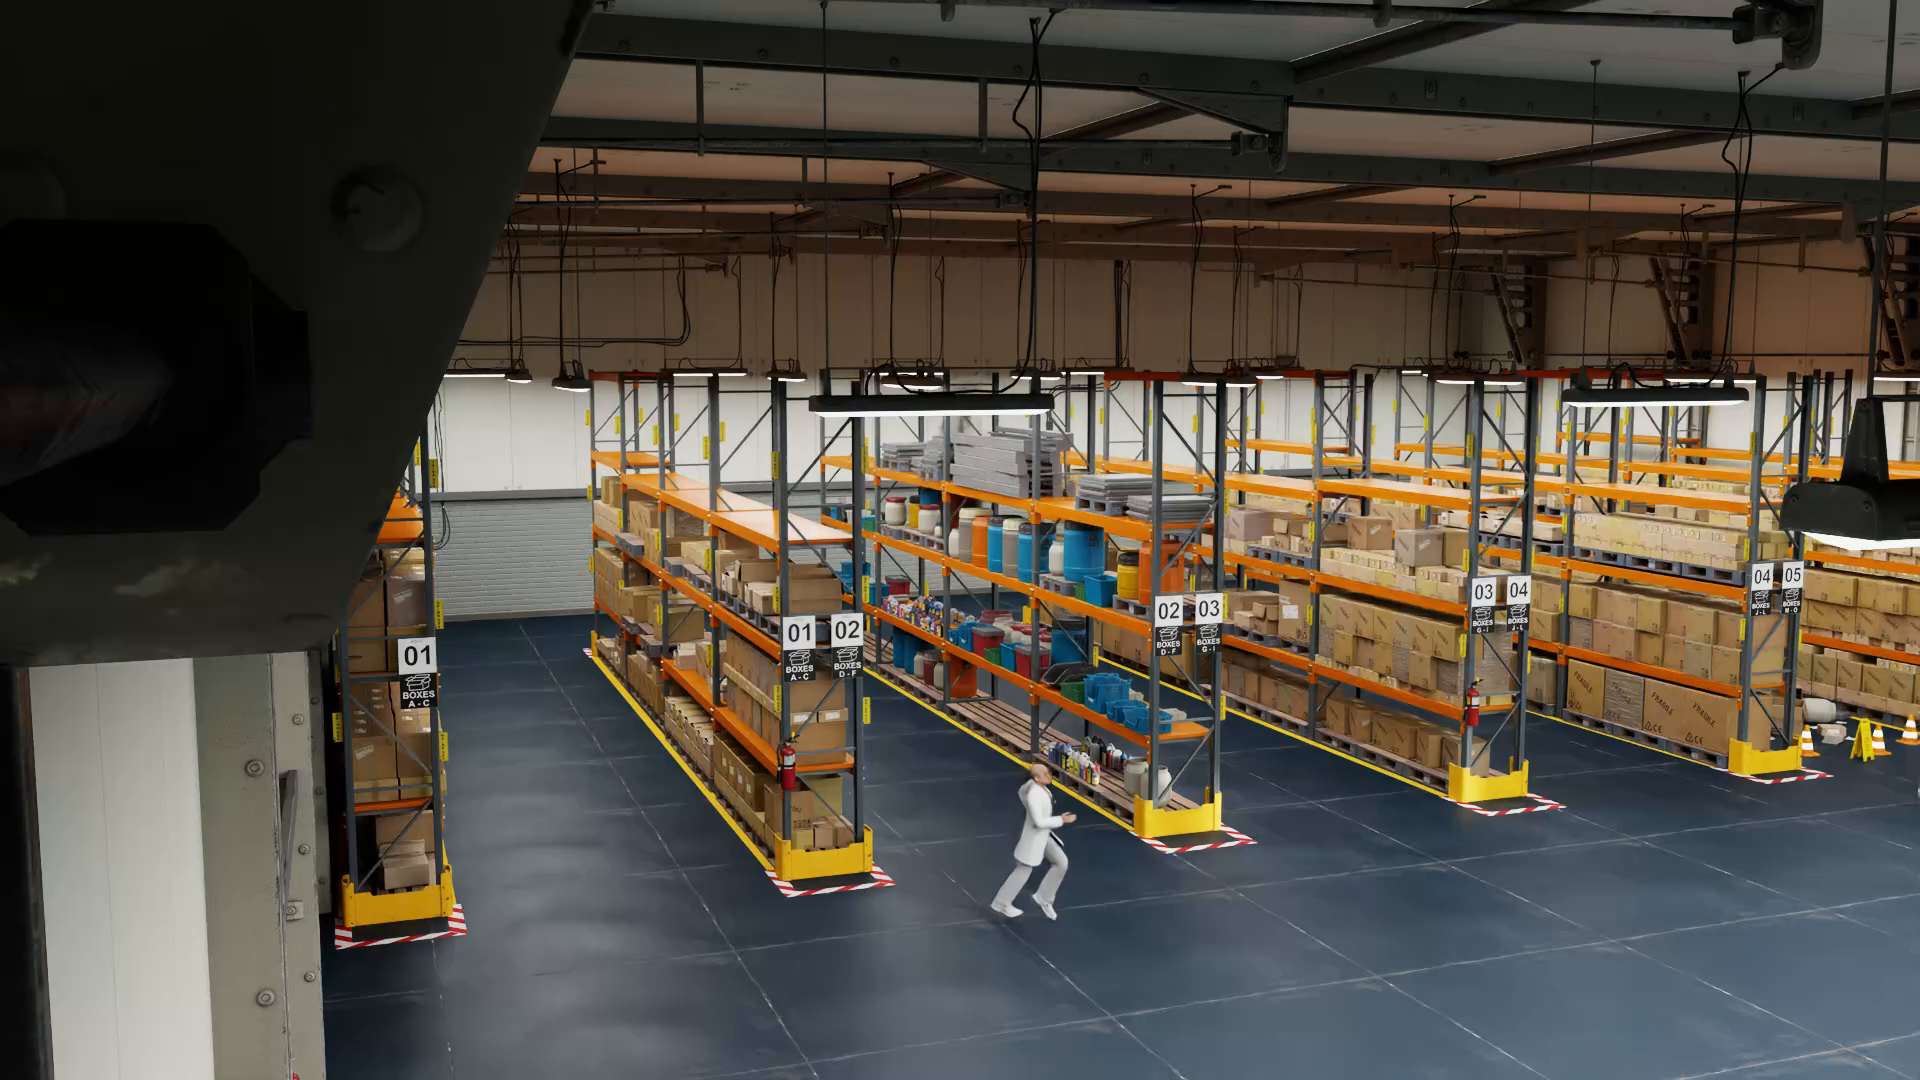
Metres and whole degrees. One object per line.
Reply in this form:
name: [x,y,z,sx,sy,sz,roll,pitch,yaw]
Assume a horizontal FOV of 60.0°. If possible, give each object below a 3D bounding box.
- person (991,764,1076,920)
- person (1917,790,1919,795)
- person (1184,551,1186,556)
person: [0.844,3.377,18.635,0.960,1.805,0.727,2,7,15]
person: [13.858,2.914,23.191,0.842,1.677,0.594,2,7,21]
person: [5.187,1.045,39.713,0.698,1.764,0.645,1,7,12]
